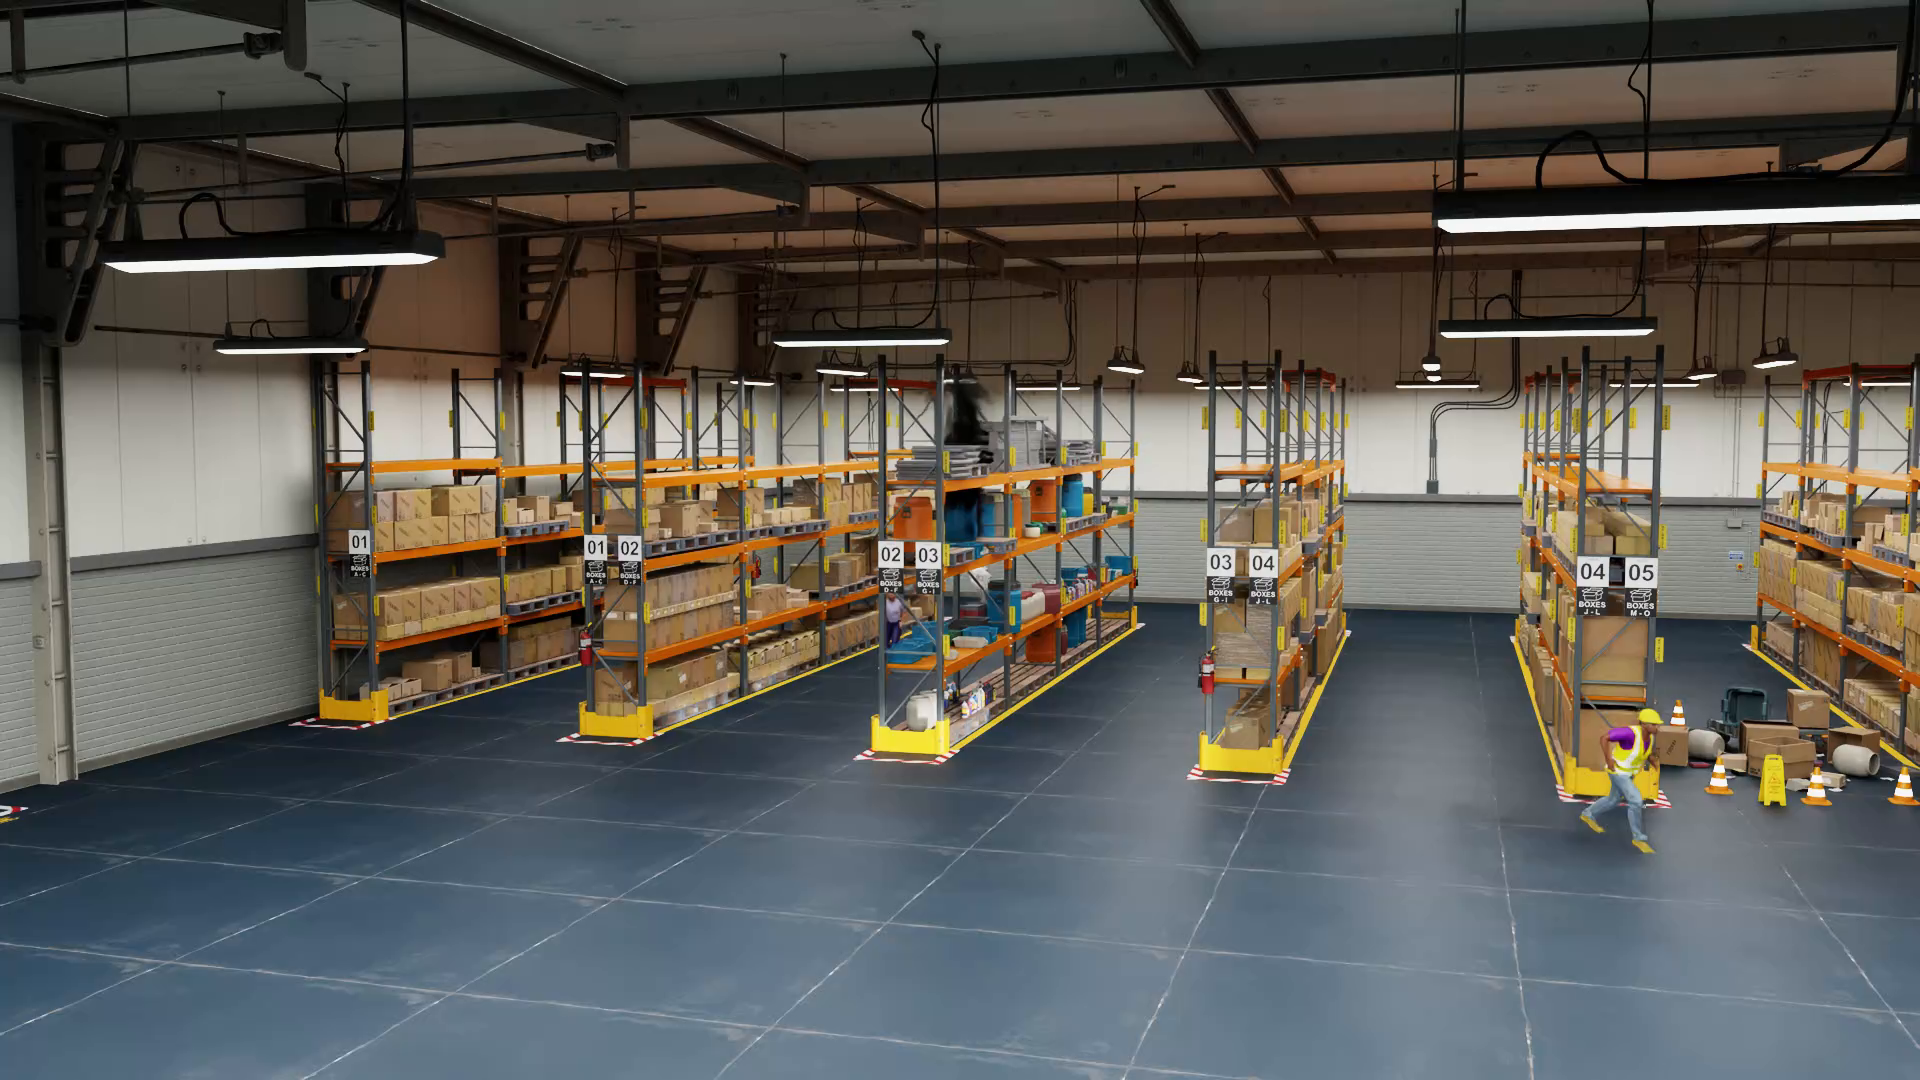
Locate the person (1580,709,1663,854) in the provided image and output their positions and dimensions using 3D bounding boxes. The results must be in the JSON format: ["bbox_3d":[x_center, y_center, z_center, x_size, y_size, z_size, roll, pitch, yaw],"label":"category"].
[{"bbox_3d":[7.768,2.790,19.584,0.746,1.716,1.060,-2,5,-31],"label":"person"}]

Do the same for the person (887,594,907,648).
[{"bbox_3d":[-1.374,1.778,33.961,0.595,1.601,0.561,0,4,6],"label":"person"}]

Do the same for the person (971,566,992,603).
[{"bbox_3d":[0.543,1.220,41.594,0.668,1.662,0.612,-3,5,-33],"label":"person"}]

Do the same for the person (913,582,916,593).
[{"bbox_3d":[-1.111,1.088,43.268,0.730,1.685,0.585,1,4,12],"label":"person"}]
